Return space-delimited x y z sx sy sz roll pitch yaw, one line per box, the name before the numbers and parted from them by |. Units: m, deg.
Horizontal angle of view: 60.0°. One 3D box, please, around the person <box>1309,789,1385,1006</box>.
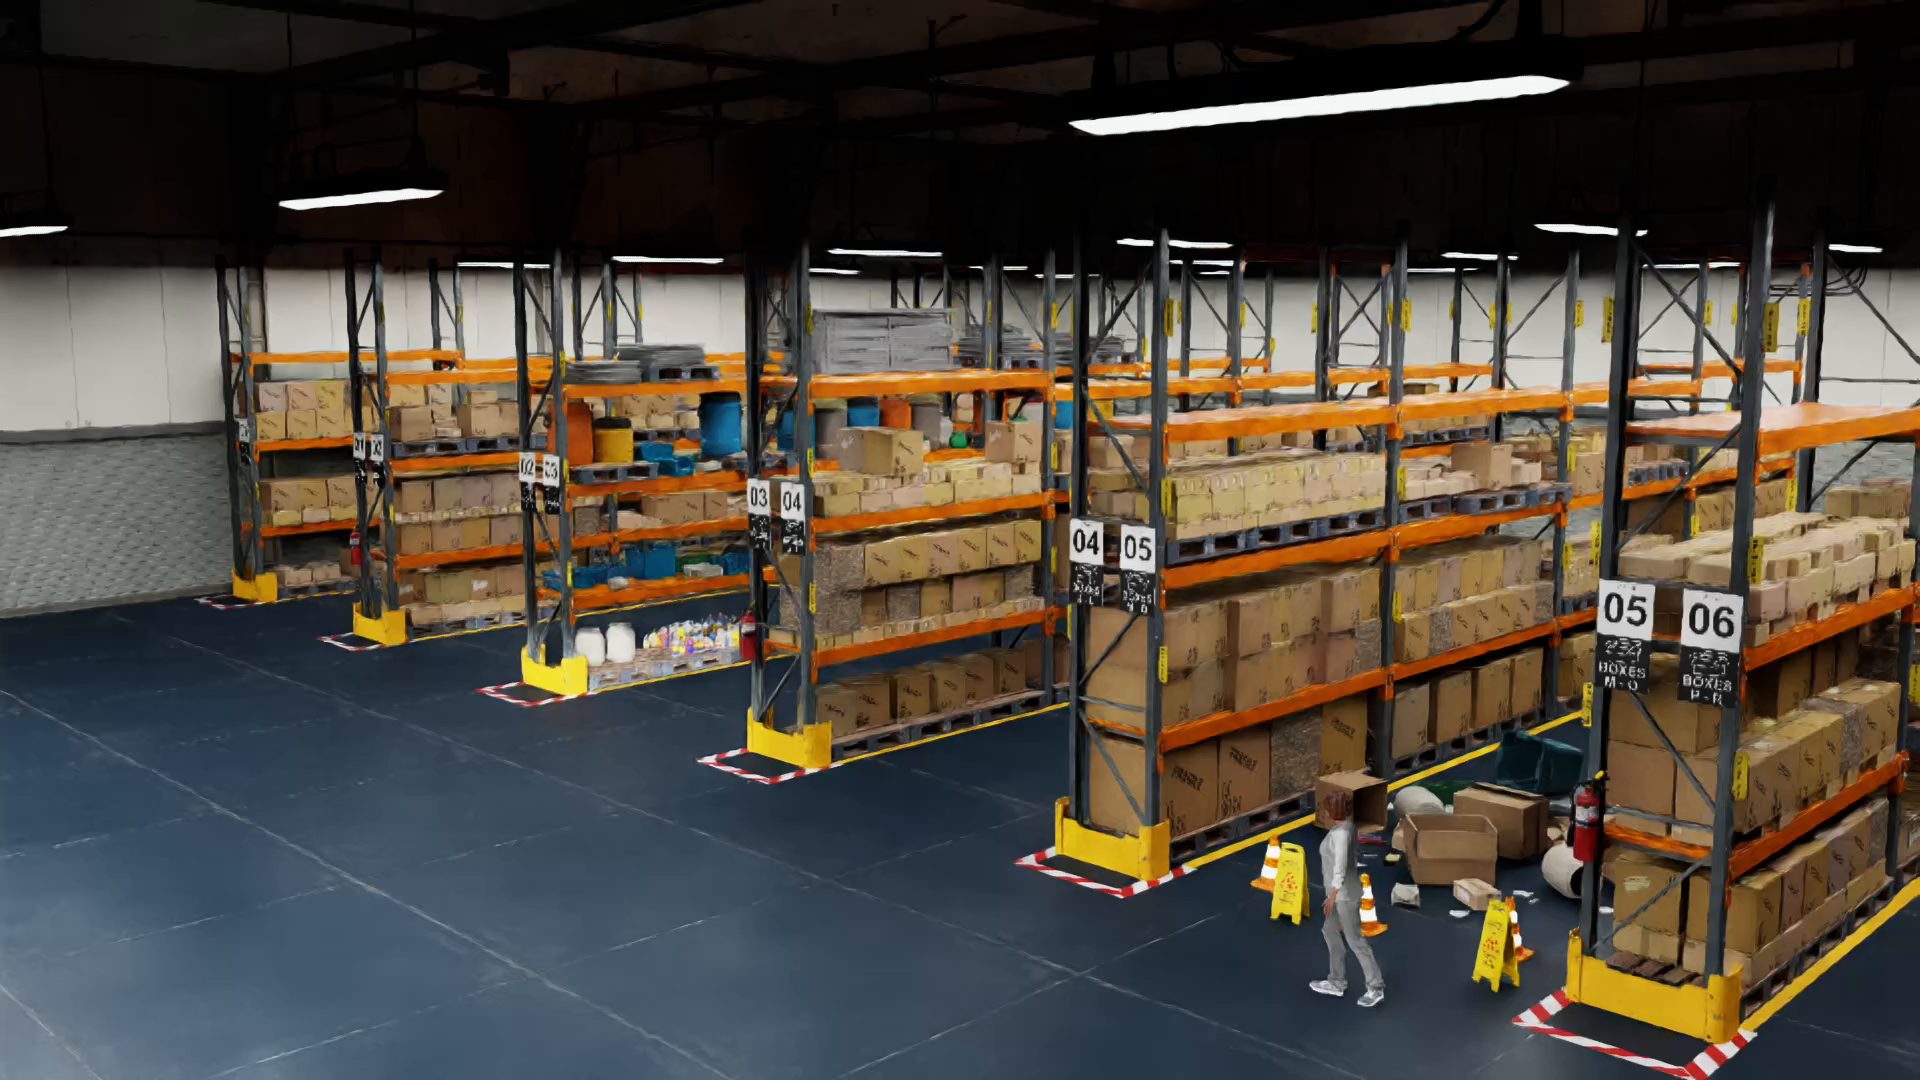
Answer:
person | 2.903 2.647 12.377 0.555 1.581 0.460 2 8 14
